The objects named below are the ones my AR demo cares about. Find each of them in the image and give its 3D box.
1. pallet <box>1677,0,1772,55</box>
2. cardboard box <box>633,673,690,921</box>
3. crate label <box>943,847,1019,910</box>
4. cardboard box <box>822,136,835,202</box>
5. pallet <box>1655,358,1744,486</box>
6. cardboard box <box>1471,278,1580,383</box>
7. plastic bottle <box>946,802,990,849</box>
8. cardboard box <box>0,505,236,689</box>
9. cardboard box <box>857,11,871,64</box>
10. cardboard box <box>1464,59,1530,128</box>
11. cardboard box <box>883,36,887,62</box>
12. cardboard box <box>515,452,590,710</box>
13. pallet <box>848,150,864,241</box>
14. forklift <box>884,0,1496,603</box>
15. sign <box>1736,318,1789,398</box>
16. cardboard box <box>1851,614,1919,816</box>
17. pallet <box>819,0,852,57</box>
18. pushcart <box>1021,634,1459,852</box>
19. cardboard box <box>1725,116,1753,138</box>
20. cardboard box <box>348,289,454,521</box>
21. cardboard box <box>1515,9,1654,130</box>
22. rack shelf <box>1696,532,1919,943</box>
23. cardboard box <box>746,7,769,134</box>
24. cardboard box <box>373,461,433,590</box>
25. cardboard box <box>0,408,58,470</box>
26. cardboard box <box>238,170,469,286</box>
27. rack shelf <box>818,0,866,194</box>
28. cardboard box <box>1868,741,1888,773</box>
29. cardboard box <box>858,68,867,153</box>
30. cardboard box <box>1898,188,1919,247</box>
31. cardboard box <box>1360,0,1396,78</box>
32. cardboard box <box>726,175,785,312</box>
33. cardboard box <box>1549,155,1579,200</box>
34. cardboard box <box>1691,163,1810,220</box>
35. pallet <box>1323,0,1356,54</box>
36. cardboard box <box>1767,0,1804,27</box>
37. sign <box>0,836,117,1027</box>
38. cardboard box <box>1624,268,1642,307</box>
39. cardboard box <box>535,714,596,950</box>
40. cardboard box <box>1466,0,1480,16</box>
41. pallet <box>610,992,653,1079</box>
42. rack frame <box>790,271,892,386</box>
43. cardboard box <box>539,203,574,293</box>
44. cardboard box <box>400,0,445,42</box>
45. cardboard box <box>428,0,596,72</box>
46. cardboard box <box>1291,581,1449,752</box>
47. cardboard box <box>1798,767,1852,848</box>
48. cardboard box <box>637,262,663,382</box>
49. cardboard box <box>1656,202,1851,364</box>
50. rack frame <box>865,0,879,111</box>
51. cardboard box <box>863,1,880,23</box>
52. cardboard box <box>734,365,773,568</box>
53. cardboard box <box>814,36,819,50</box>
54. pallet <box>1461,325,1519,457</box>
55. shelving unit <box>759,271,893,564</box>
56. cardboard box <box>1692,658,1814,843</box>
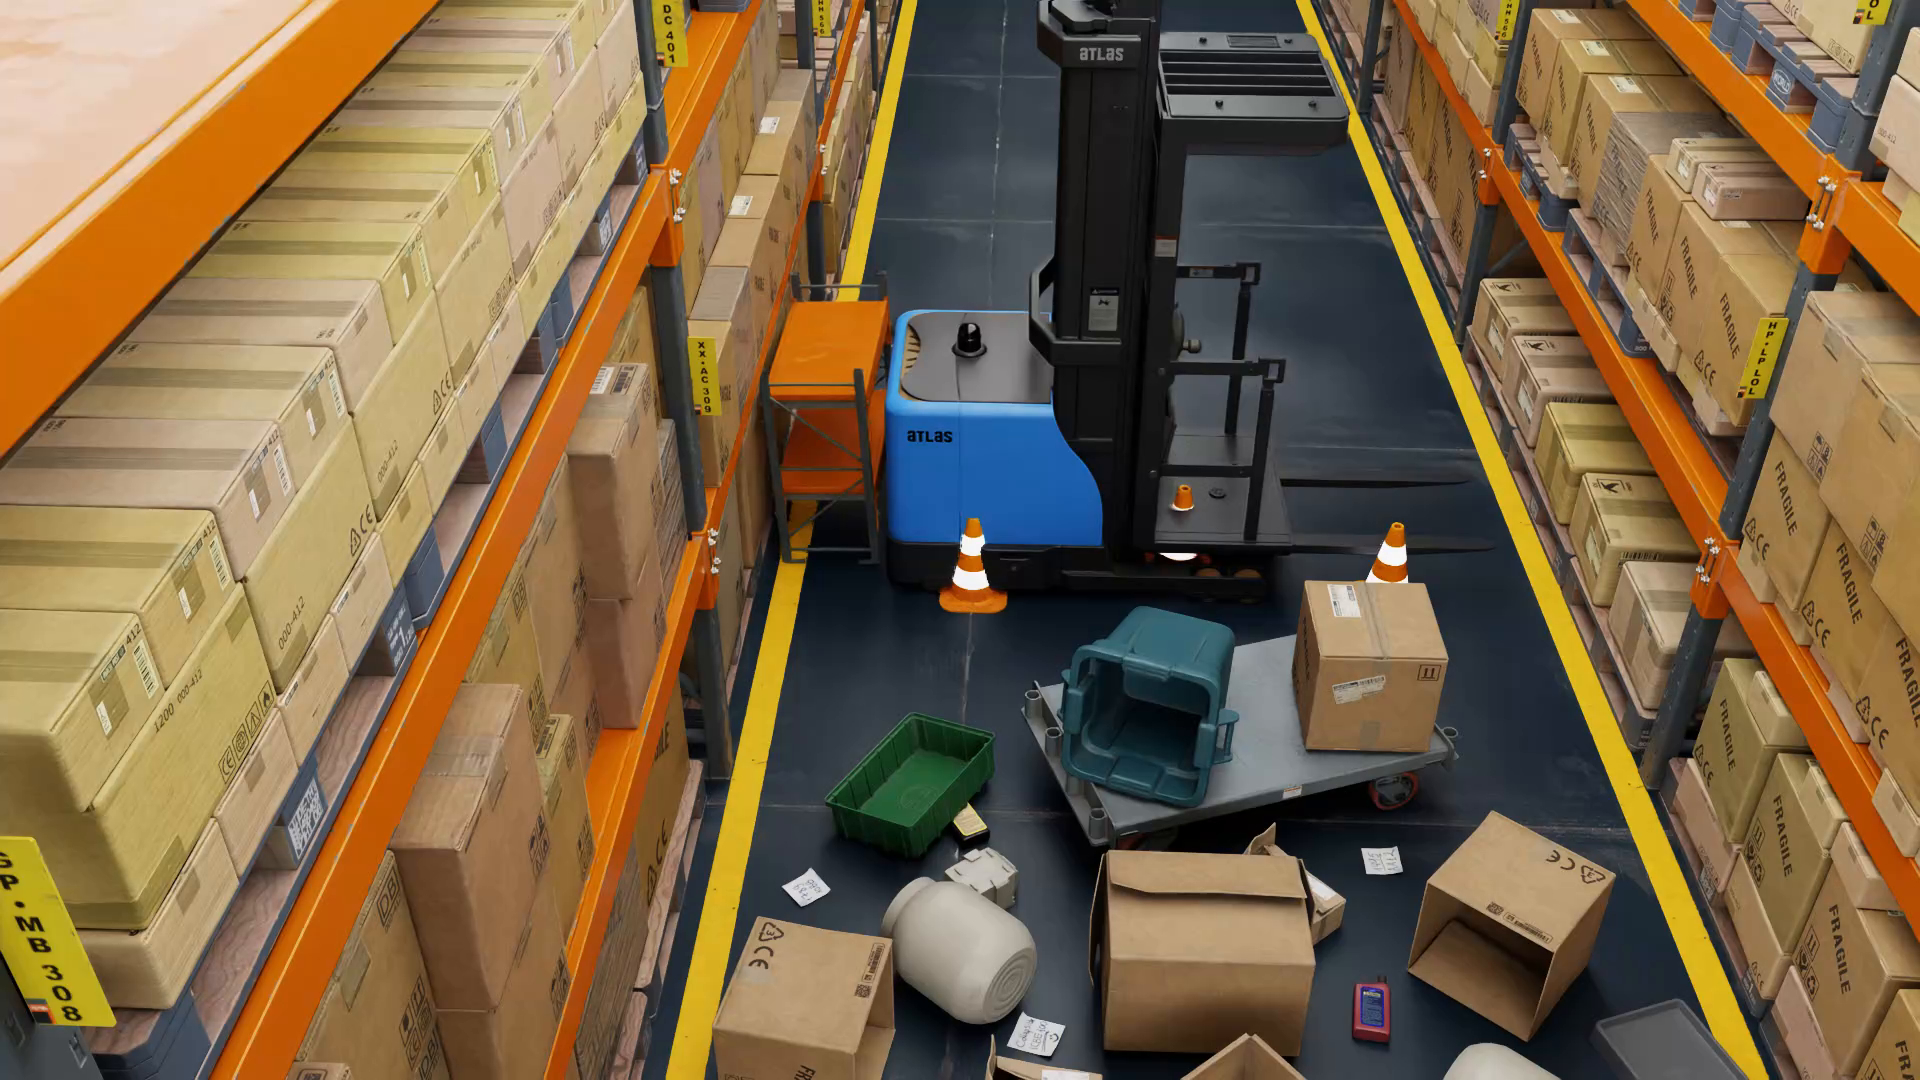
[{"bbox_3d":[3.626,-2.269,6.870,1.213,0.211,1.003,1,35,2],"label":"pallet"},{"bbox_3d":[-1.589,0.831,6.388,0.875,0.875,0.875,2,35,3],"label":"cardboard box"},{"bbox_3d":[0.080,1.366,6.633,0.298,0.136,0.250,-24,42,-30],"label":"crate label"},{"bbox_3d":[-1.064,-2.371,10.618,0.500,0.250,0.500,0,35,0],"label":"cardboard box"},{"bbox_3d":[3.632,-0.528,7.005,1.003,0.211,1.213,1,35,2],"label":"pallet"},{"bbox_3d":[3.584,-1.241,9.773,0.950,0.372,0.625,-1,35,-1],"label":"cardboard box"},{"bbox_3d":[0.003,1.169,6.979,0.133,0.061,0.283,-17,38,-22],"label":"plastic bottle"},{"bbox_3d":[-1.312,0.080,2.438,0.380,0.149,0.250,2,35,2],"label":"cardboard box"},{"bbox_3d":[-0.950,-3.845,12.715,0.500,0.250,0.500,0,35,1],"label":"cardboard box"},{"bbox_3d":[3.377,-2.704,10.065,0.500,0.250,0.500,0,35,0],"label":"cardboard box"},{"bbox_3d":[-0.827,-4.183,14.153,0.380,0.149,0.250,2,35,3],"label":"cardboard box"},{"bbox_3d":[-1.608,0.107,4.865,0.875,0.550,0.550,1,35,2],"label":"cardboard box"},{"bbox_3d":[-1.249,-2.532,12.115,1.003,0.211,1.213,1,35,2],"label":"pallet"},{"bbox_3d":[1.161,-1.200,7.854,3.031,2.935,1.130,1,35,2],"label":"forklift"},{"bbox_3d":[2.901,-0.655,6.012,0.100,0.325,0.005,1,35,2],"label":"sign"},{"bbox_3d":[3.130,0.490,5.043,0.500,0.500,0.500,1,35,1],"label":"cardboard box"},{"bbox_3d":[-1.295,-3.585,11.354,1.003,0.211,1.213,1,35,2],"label":"pallet"},{"bbox_3d":[1.176,0.878,7.118,1.648,0.377,0.936,-10,36,-14],"label":"pushcart"},{"bbox_3d":[3.824,-1.634,7.702,0.500,0.500,0.500,0,35,0],"label":"cardboard box"},{"bbox_3d":[-1.340,-0.282,3.299,0.500,0.250,0.500,1,35,2],"label":"cardboard box"},{"bbox_3d":[3.367,-2.550,9.004,0.500,0.500,0.500,0,35,1],"label":"cardboard box"},{"bbox_3d":[3.375,1.273,4.901,1.077,0.370,4.000,1,35,2],"label":"rack shelf"},{"bbox_3d":[-1.381,-2.426,8.583,0.700,0.500,0.500,1,35,1],"label":"cardboard box"},{"bbox_3d":[-1.281,-0.035,3.295,0.380,0.149,0.250,1,35,2],"label":"cardboard box"},{"bbox_3d":[-1.894,-0.004,2.903,0.500,0.250,0.500,1,35,2],"label":"cardboard box"},{"bbox_3d":[-1.261,-0.654,3.481,0.380,0.149,0.250,2,35,3],"label":"cardboard box"},{"bbox_3d":[-1.253,-3.380,11.521,1.077,0.370,4.000,1,35,2],"label":"rack shelf"},{"bbox_3d":[3.160,0.701,5.308,0.380,0.149,0.250,1,35,2],"label":"cardboard box"},{"bbox_3d":[-0.972,-3.246,12.515,0.500,0.500,0.500,1,35,1],"label":"cardboard box"},{"bbox_3d":[3.129,-0.972,5.080,0.380,0.149,0.250,1,35,2],"label":"cardboard box"},{"bbox_3d":[3.910,-4.248,13.995,0.875,0.438,0.875,1,35,1],"label":"cardboard box"},{"bbox_3d":[-1.141,-1.432,8.038,0.500,0.500,0.500,2,35,3],"label":"cardboard box"},{"bbox_3d":[3.284,-1.880,8.615,0.380,0.149,0.250,2,35,2],"label":"cardboard box"},{"bbox_3d":[3.263,-1.437,6.857,0.380,0.149,0.250,0,35,1],"label":"cardboard box"},{"bbox_3d":[3.932,-4.764,15.290,1.003,0.211,1.213,1,35,2],"label":"pallet"},{"bbox_3d":[3.360,-2.138,6.285,0.500,0.250,0.500,2,35,2],"label":"cardboard box"},{"bbox_3d":[-1.101,0.470,1.980,0.100,0.325,0.005,1,35,2],"label":"sign"},{"bbox_3d":[3.256,-1.127,7.544,0.380,0.149,0.250,1,35,2],"label":"cardboard box"},{"bbox_3d":[-1.557,0.855,4.740,0.875,0.550,0.500,1,35,2],"label":"cardboard box"},{"bbox_3d":[3.388,-3.517,10.134,0.500,0.500,0.500,2,35,3],"label":"cardboard box"},{"bbox_3d":[-1.649,2.052,5.592,1.003,0.211,1.213,1,35,2],"label":"pallet"},{"bbox_3d":[-0.611,-0.939,9.012,0.500,1.125,0.032,0,36,5],"label":"rack frame"},{"bbox_3d":[-1.230,-0.764,4.331,0.380,0.149,0.250,2,35,3],"label":"cardboard box"},{"bbox_3d":[-1.794,-1.453,4.965,0.500,0.250,0.500,2,35,2],"label":"cardboard box"},{"bbox_3d":[-1.211,-1.383,4.519,0.380,0.149,0.250,1,35,2],"label":"cardboard box"},{"bbox_3d":[1.676,0.519,6.864,0.500,0.500,0.500,1,35,2],"label":"cardboard box"},{"bbox_3d":[3.079,0.909,5.603,0.380,0.149,0.250,3,35,4],"label":"cardboard box"},{"bbox_3d":[-1.480,-0.962,6.499,0.700,0.500,0.500,1,35,1],"label":"cardboard box"},{"bbox_3d":[3.264,-1.060,6.885,0.500,0.500,0.500,2,35,2],"label":"cardboard box"},{"bbox_3d":[-1.173,-4.823,12.949,1.000,3.000,0.127,1,35,2],"label":"rack frame"},{"bbox_3d":[-0.882,-4.422,13.975,0.380,0.149,0.250,3,35,4],"label":"cardboard box"},{"bbox_3d":[-1.517,-0.391,8.235,1.050,0.750,0.750,1,35,2],"label":"cardboard box"},{"bbox_3d":[-1.093,-3.155,10.430,0.380,0.149,0.250,3,35,4],"label":"cardboard box"},{"bbox_3d":[3.584,-0.879,9.762,1.003,0.211,1.213,1,35,2],"label":"pallet"},{"bbox_3d":[-0.647,-0.642,8.601,0.538,1.125,1.048,0,36,5],"label":"shelving unit"},{"bbox_3d":[3.162,0.809,6.310,0.500,0.500,0.500,3,35,4],"label":"cardboard box"}]
